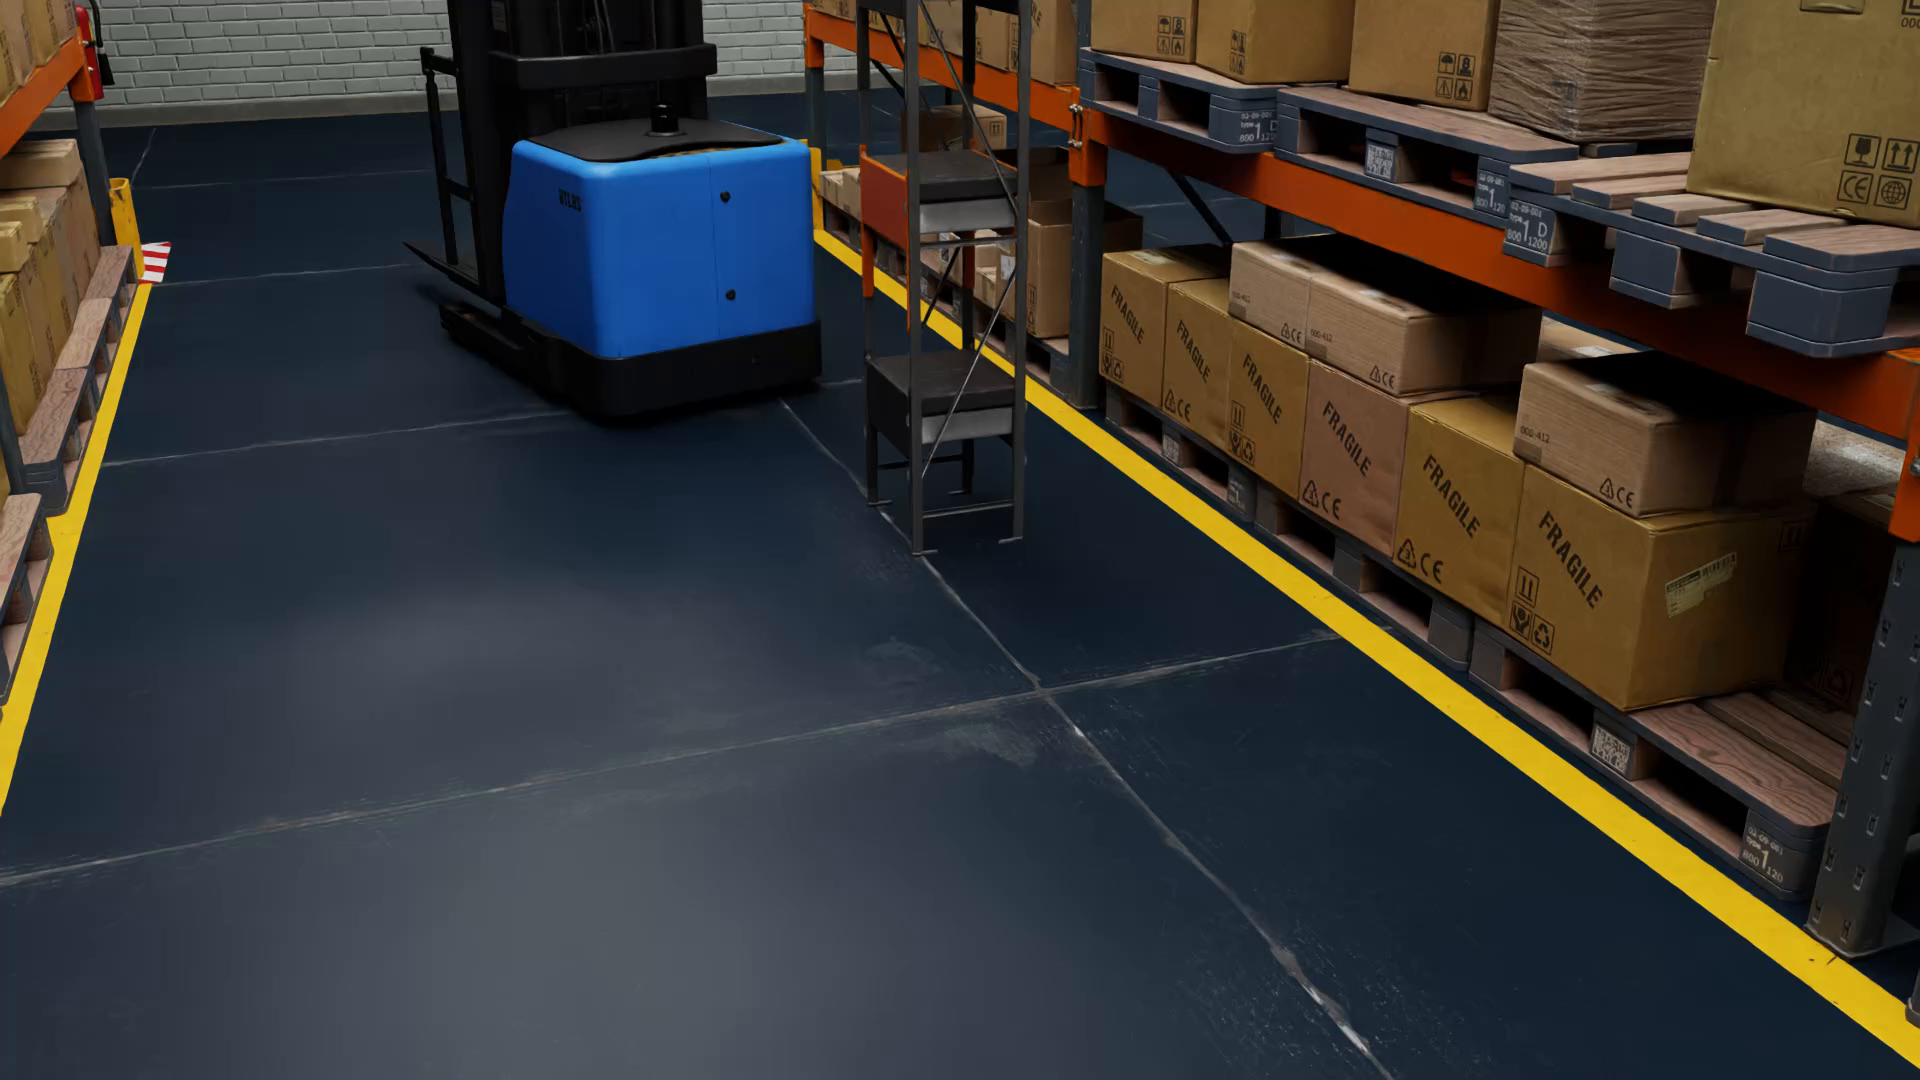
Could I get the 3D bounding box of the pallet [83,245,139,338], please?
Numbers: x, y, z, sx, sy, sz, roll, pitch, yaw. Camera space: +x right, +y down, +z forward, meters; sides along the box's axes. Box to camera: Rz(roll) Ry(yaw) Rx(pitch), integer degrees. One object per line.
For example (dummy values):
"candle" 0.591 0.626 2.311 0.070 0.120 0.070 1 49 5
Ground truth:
"pallet" -4.743 -1.221 8.376 1.003 0.211 1.213 -8 24 -19

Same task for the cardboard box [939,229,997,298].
"cardboard box" 0.216 -1.418 8.148 0.500 0.311 0.500 -8 24 -19

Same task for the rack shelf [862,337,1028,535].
"rack shelf" -0.058 -0.370 5.762 0.431 0.518 0.480 -8 24 -19

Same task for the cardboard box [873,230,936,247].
"cardboard box" -0.186 -1.803 9.140 0.500 0.250 0.500 -8 24 -19

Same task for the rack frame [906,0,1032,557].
"rack frame" 0.028 -0.939 5.275 0.400 2.100 0.015 -8 24 -19

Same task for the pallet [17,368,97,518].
"pallet" -3.881 -0.335 6.273 1.003 0.211 1.213 -8 24 -19

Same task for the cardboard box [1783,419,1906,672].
"cardboard box" 2.277 -0.005 4.553 0.500 0.500 0.500 -9 25 -21

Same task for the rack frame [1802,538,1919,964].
"rack frame" 2.360 -0.561 3.218 1.000 3.000 0.127 -8 24 -19

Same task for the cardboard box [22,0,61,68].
"cardboard box" -4.642 -2.478 7.380 0.980 0.700 0.700 -9 24 -19

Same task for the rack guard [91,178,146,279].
"rack guard" -5.107 -1.643 9.005 1.175 0.500 0.348 -8 24 -19

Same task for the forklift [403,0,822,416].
"forklift" -1.871 -2.368 7.595 1.130 2.935 3.031 -16 27 -32

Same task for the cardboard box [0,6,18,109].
"cardboard box" -4.115 -1.936 6.096 0.980 0.700 0.700 -9 24 -20

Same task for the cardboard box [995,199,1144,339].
"cardboard box" 0.481 -1.233 7.465 0.500 0.500 0.500 -8 24 -19

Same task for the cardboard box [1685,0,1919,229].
"cardboard box" 2.032 -1.013 3.623 0.700 0.500 0.500 -18 29 -36

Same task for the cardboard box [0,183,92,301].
"cardboard box" -4.581 -1.406 7.900 0.700 0.500 0.500 -8 24 -19

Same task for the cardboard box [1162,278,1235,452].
"cardboard box" 1.089 -0.663 6.114 0.500 0.500 0.500 -8 24 -18

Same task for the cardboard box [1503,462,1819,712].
"cardboard box" 1.810 0.081 4.348 0.500 0.500 0.500 -7 24 -17

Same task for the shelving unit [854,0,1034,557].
"shelving unit" -0.058 -1.028 5.485 0.431 2.100 0.503 -8 24 -19

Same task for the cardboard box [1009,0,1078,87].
"cardboard box" 0.531 -2.206 6.994 0.500 0.500 0.500 -8 24 -18

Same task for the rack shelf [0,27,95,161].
"rack shelf" -4.392 -1.728 6.914 1.077 0.370 4.000 -8 24 -19

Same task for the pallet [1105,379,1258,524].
"pallet" 1.270 -0.439 6.519 1.003 0.211 1.213 -8 24 -19

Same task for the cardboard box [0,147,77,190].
"cardboard box" -4.451 -1.772 7.934 0.380 0.149 0.250 -8 24 -18

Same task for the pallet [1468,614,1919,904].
"pallet" 2.132 0.448 4.415 1.003 0.211 1.213 -8 24 -19

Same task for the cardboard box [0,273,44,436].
"cardboard box" -3.854 -0.660 6.132 0.700 0.500 0.500 -8 24 -18

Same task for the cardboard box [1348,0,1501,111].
"cardboard box" 1.629 -1.620 5.062 0.700 0.500 0.500 -15 27 -32

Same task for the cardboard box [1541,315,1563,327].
"cardboard box" 1.733 -0.562 5.873 0.500 0.500 0.500 -8 24 -18

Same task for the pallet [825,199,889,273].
"pallet" -0.156 -1.865 9.904 1.003 0.211 1.213 -8 24 -19

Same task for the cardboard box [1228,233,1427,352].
"cardboard box" 1.243 -0.838 5.562 0.500 0.250 0.500 -8 24 -19

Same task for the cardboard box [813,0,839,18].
"cardboard box" -0.556 -3.316 9.627 0.500 0.500 0.500 -8 24 -18

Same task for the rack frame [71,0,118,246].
"rack frame" -5.099 -2.786 8.499 1.000 3.000 0.127 -8 24 -19

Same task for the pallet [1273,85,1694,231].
"pallet" 1.669 -1.178 4.930 1.003 0.211 1.213 -8 24 -19

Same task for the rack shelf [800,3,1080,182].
"rack shelf" 0.241 -2.409 8.530 1.077 0.370 4.000 -8 24 -19

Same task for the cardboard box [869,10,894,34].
"cardboard box" -0.194 -2.946 8.750 0.500 0.500 0.500 -8 24 -19

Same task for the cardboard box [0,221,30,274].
"cardboard box" -3.804 -1.109 6.361 0.380 0.149 0.250 -8 24 -17

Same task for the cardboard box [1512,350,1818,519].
"cardboard box" 1.786 -0.284 4.249 0.500 0.250 0.500 -7 24 -17

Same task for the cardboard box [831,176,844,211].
"cardboard box" -0.551 -2.074 9.891 0.380 0.166 0.250 -8 24 -19

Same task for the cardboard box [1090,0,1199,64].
"cardboard box" 0.905 -2.051 6.084 0.700 0.500 0.500 -18 29 -36

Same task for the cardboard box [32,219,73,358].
"cardboard box" -4.208 -1.030 7.010 0.700 0.500 0.500 -8 24 -18

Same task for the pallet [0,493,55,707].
"pallet" -3.343 0.222 4.951 1.003 0.211 1.213 -8 24 -19

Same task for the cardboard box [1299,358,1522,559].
"cardboard box" 1.437 -0.297 5.244 0.500 0.500 0.500 -9 25 -21

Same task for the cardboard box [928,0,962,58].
"cardboard box" 0.164 -2.580 7.880 0.500 0.500 0.500 -8 24 -18

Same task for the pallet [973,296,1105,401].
"pallet" 0.706 -0.979 7.800 1.003 0.211 1.213 -8 24 -19
